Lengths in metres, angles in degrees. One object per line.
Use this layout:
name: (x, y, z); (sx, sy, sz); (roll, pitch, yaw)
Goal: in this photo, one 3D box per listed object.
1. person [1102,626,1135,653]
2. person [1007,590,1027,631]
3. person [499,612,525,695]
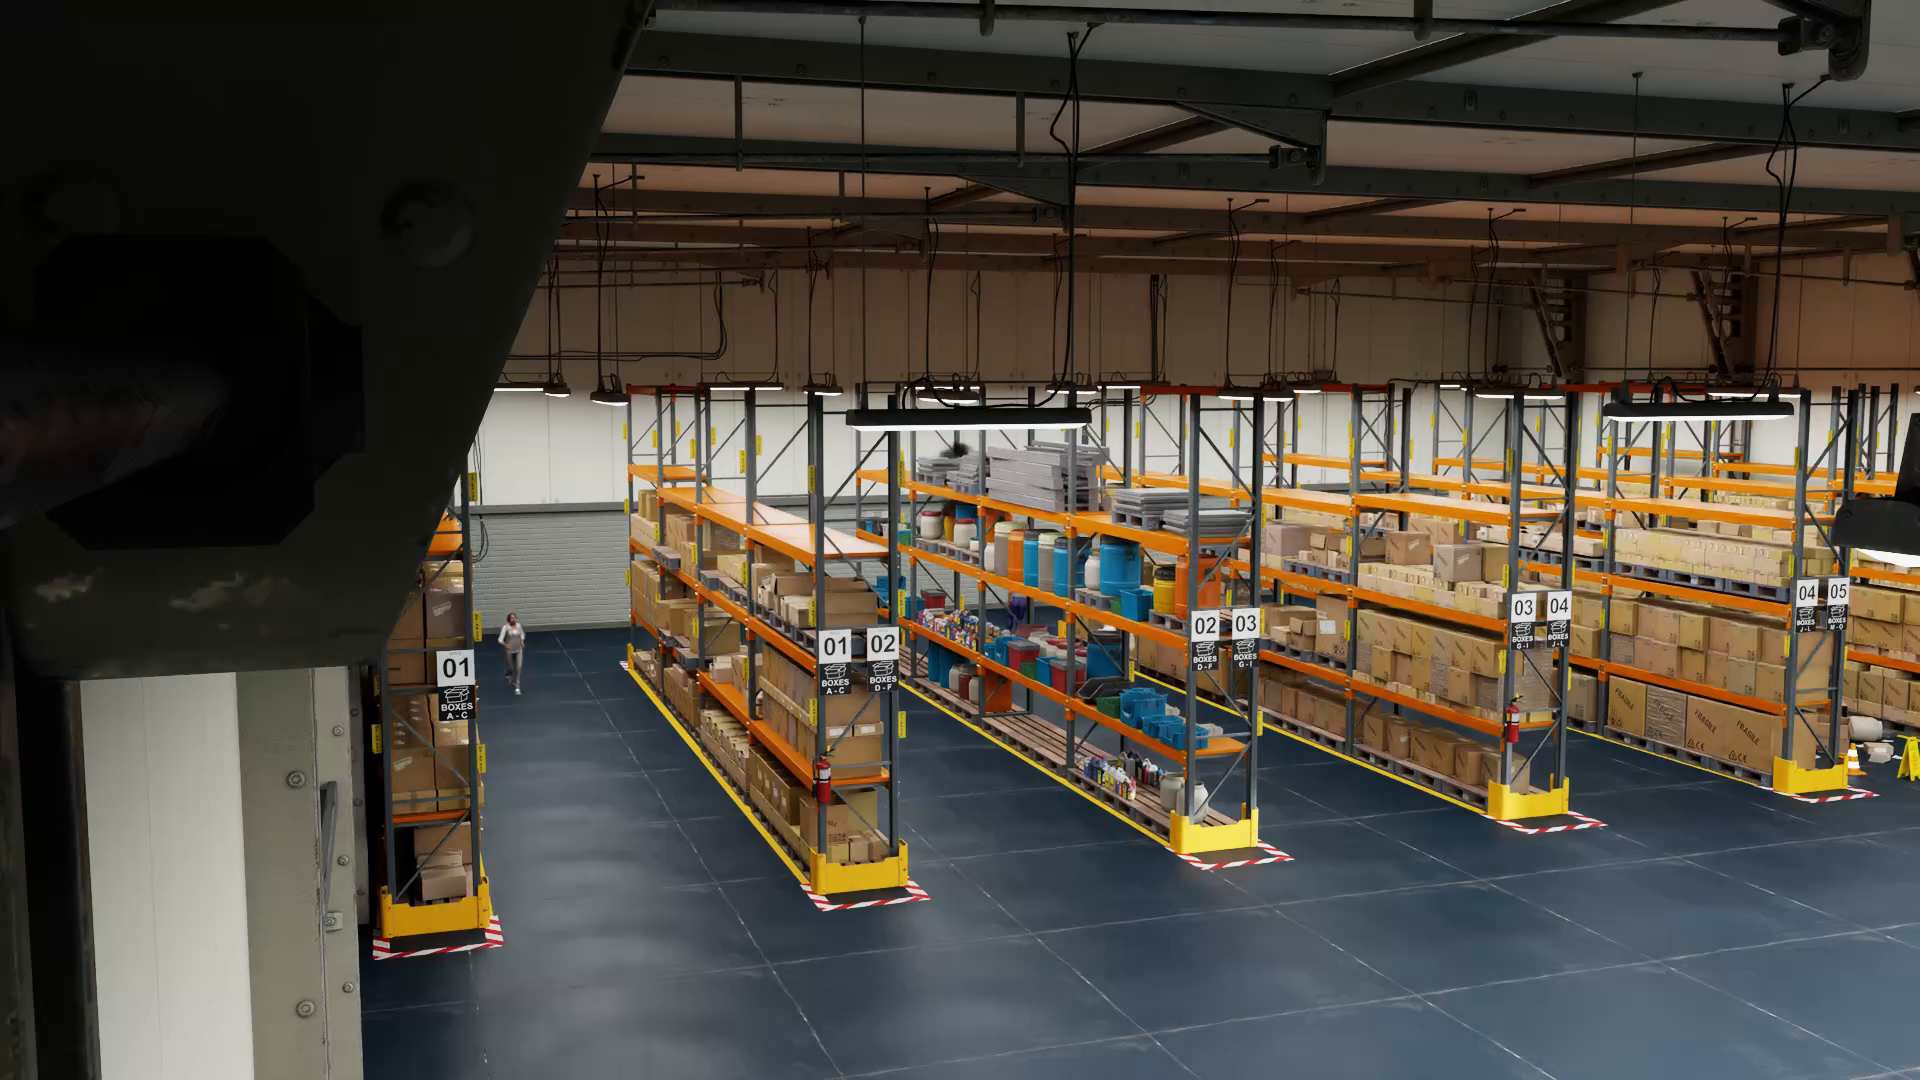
person: (2.929, 2.237, 31.948); (0.707, 1.626, 1.110); (-1, 6, -14)
person: (1.353, 1.541, 38.933); (0.644, 1.656, 0.387); (0, 6, -3)
person: (-8.756, 2.197, 32.540); (0.538, 1.586, 0.775); (-3, 7, -29)
